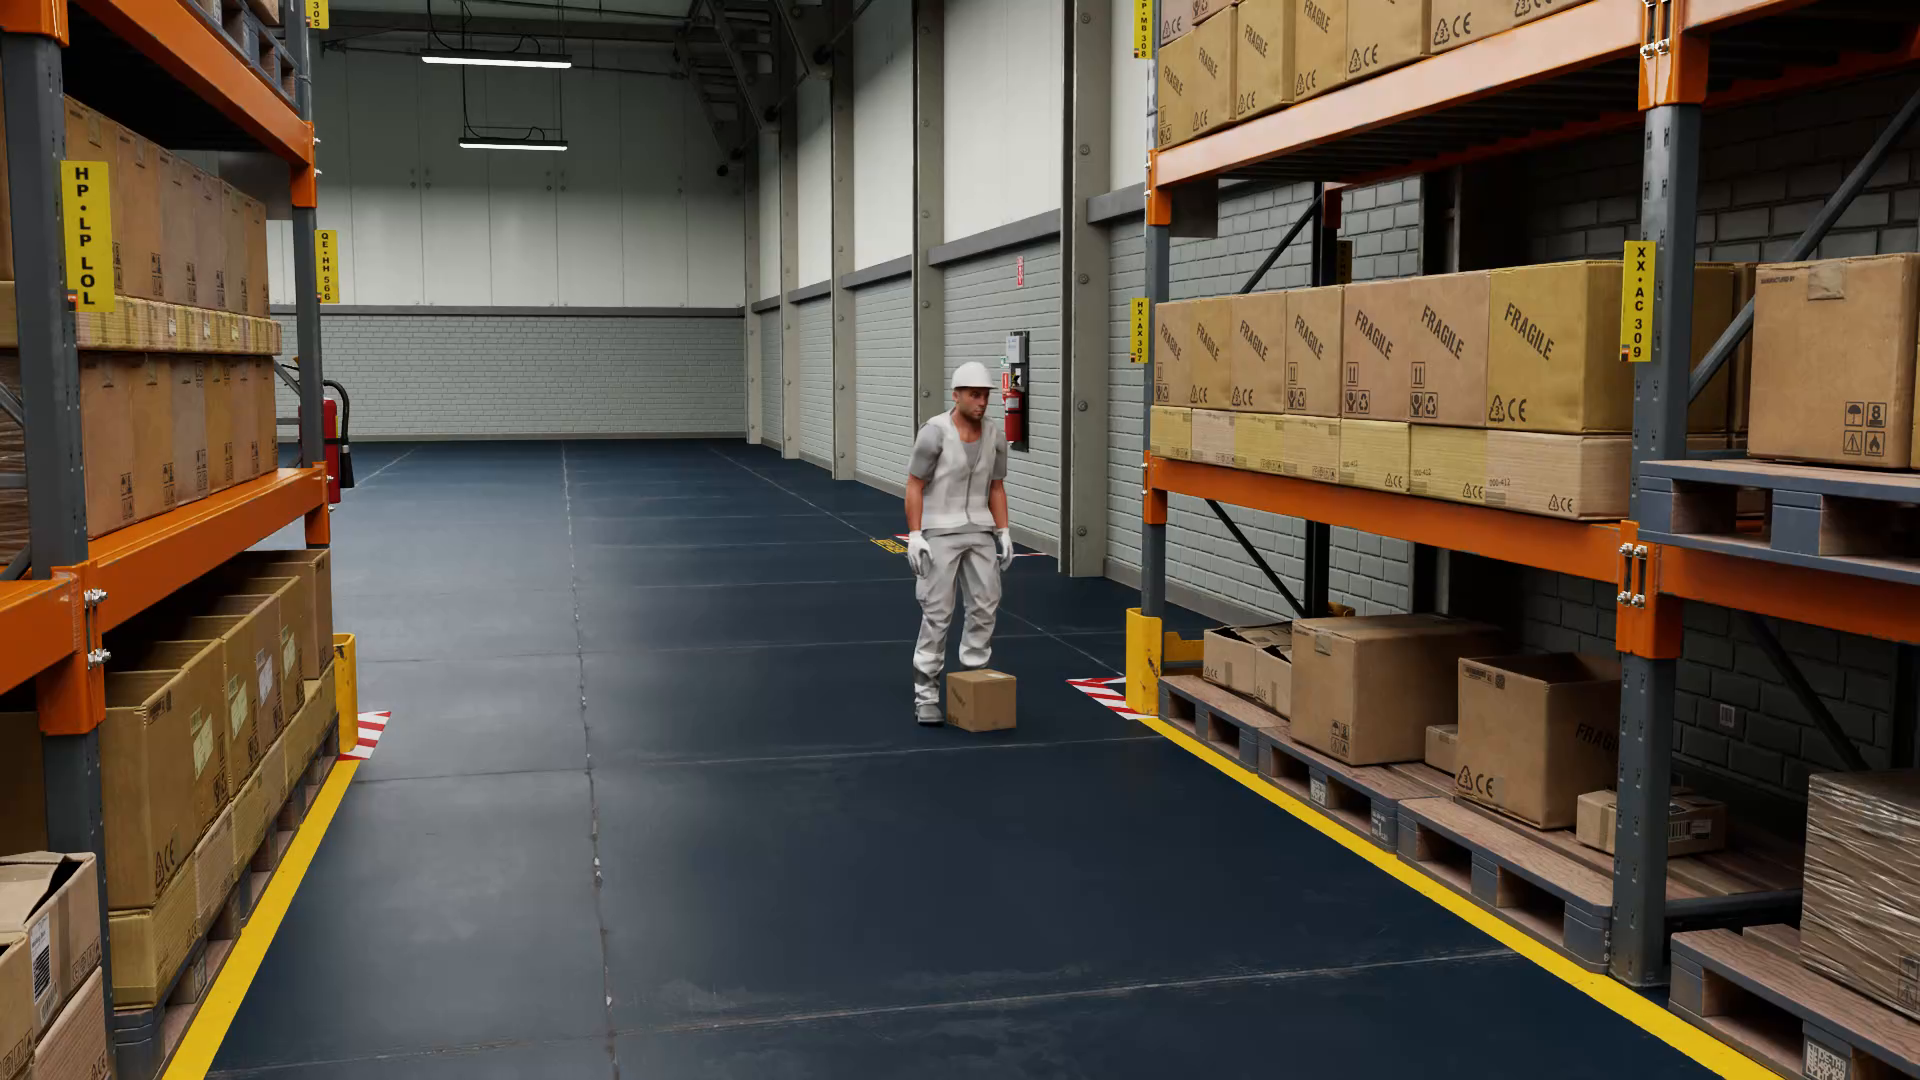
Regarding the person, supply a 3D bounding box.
[{"bbox_3d":[0.007,0.007,8.269,0.608,1.777,0.453,-3,7,-30],"label":"person"}]
